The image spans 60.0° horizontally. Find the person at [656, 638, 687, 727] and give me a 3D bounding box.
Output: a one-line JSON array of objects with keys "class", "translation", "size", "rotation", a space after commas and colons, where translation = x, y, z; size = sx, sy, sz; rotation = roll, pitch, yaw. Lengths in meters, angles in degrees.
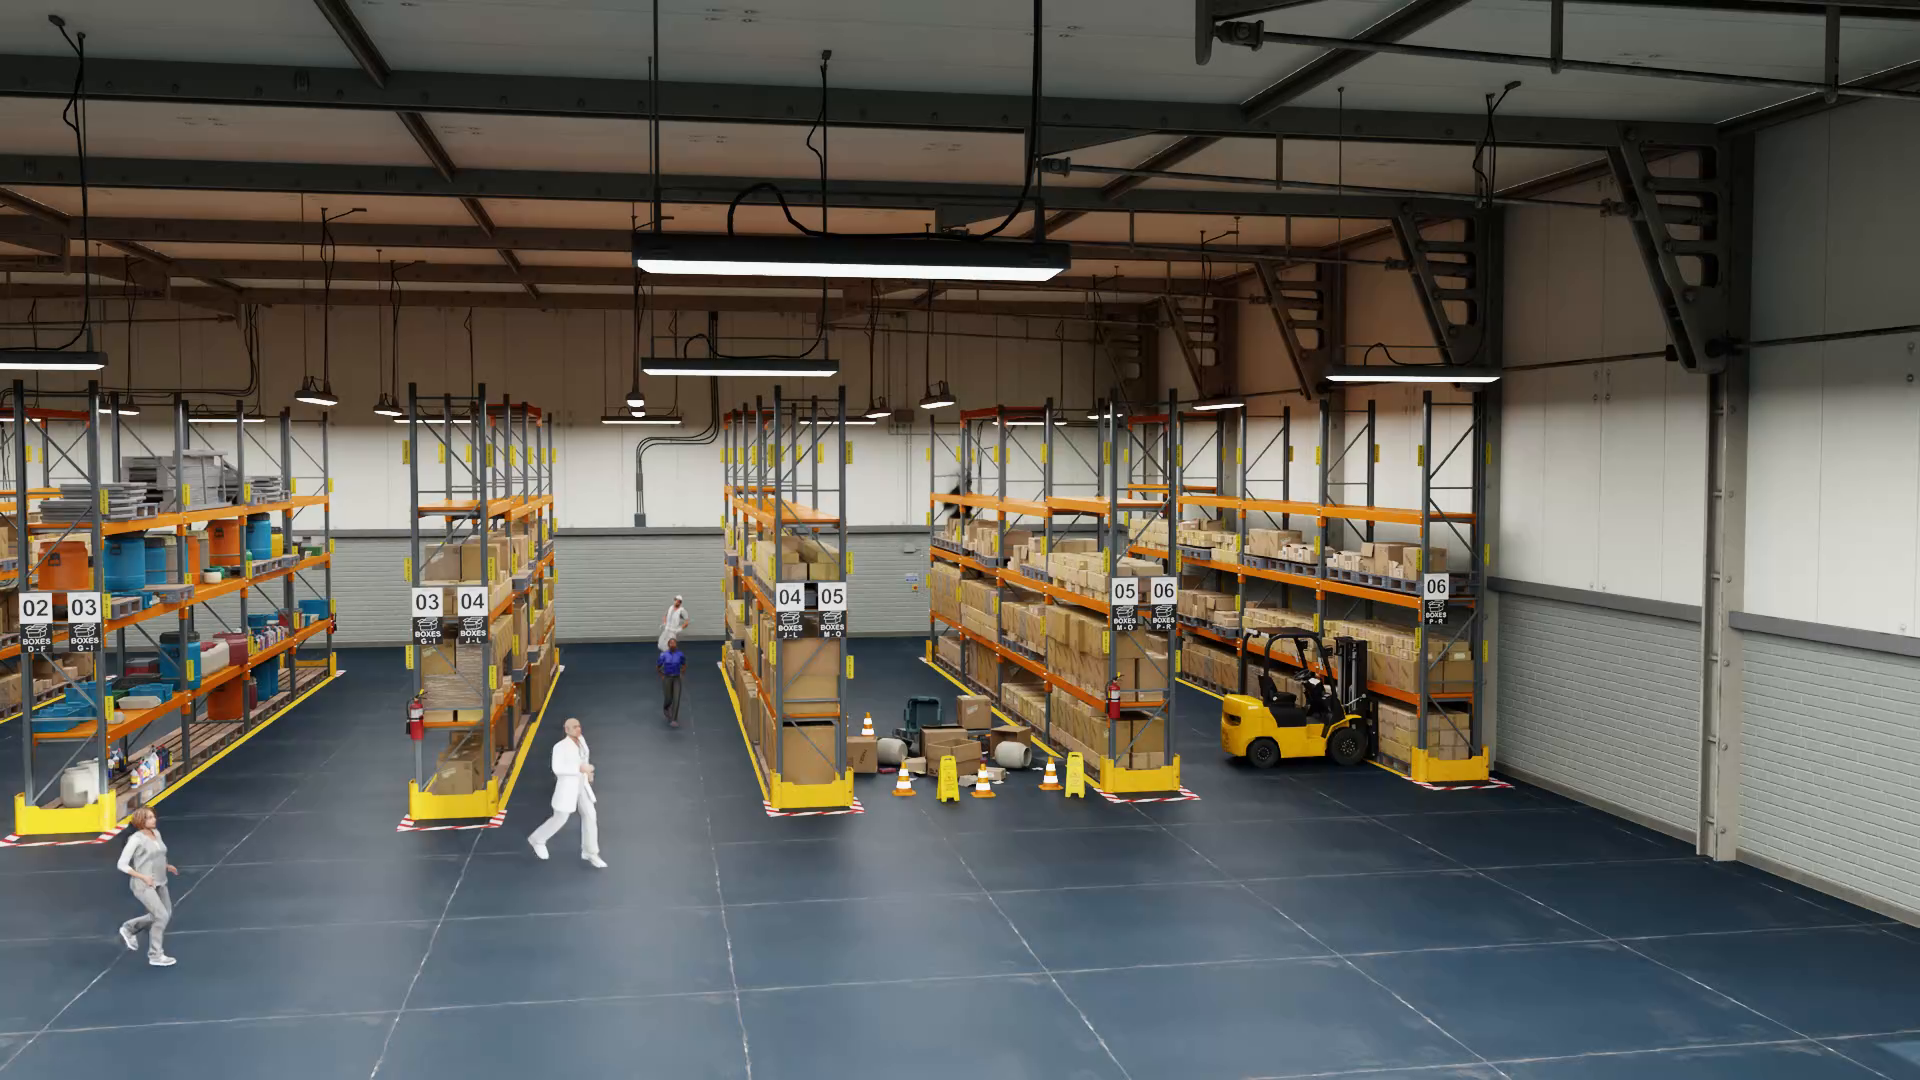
[{"class": "person", "translation": [-5.346, 2.629, 30.879], "size": [0.593, 1.606, 0.727], "rotation": [-1, 3, -20]}]

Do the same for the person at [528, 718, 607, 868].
[{"class": "person", "translation": [-4.792, 3.078, 20.373], "size": [1.049, 1.810, 0.724], "rotation": [2, 3, 30]}]

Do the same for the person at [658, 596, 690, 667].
[{"class": "person", "translation": [-6.798, 2.159, 39.230], "size": [0.714, 1.695, 0.557], "rotation": [2, 3, 32]}]

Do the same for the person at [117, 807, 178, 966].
[{"class": "person", "translation": [-8.012, 3.395, 16.322], "size": [0.637, 1.550, 0.540], "rotation": [0, 3, 10]}]
